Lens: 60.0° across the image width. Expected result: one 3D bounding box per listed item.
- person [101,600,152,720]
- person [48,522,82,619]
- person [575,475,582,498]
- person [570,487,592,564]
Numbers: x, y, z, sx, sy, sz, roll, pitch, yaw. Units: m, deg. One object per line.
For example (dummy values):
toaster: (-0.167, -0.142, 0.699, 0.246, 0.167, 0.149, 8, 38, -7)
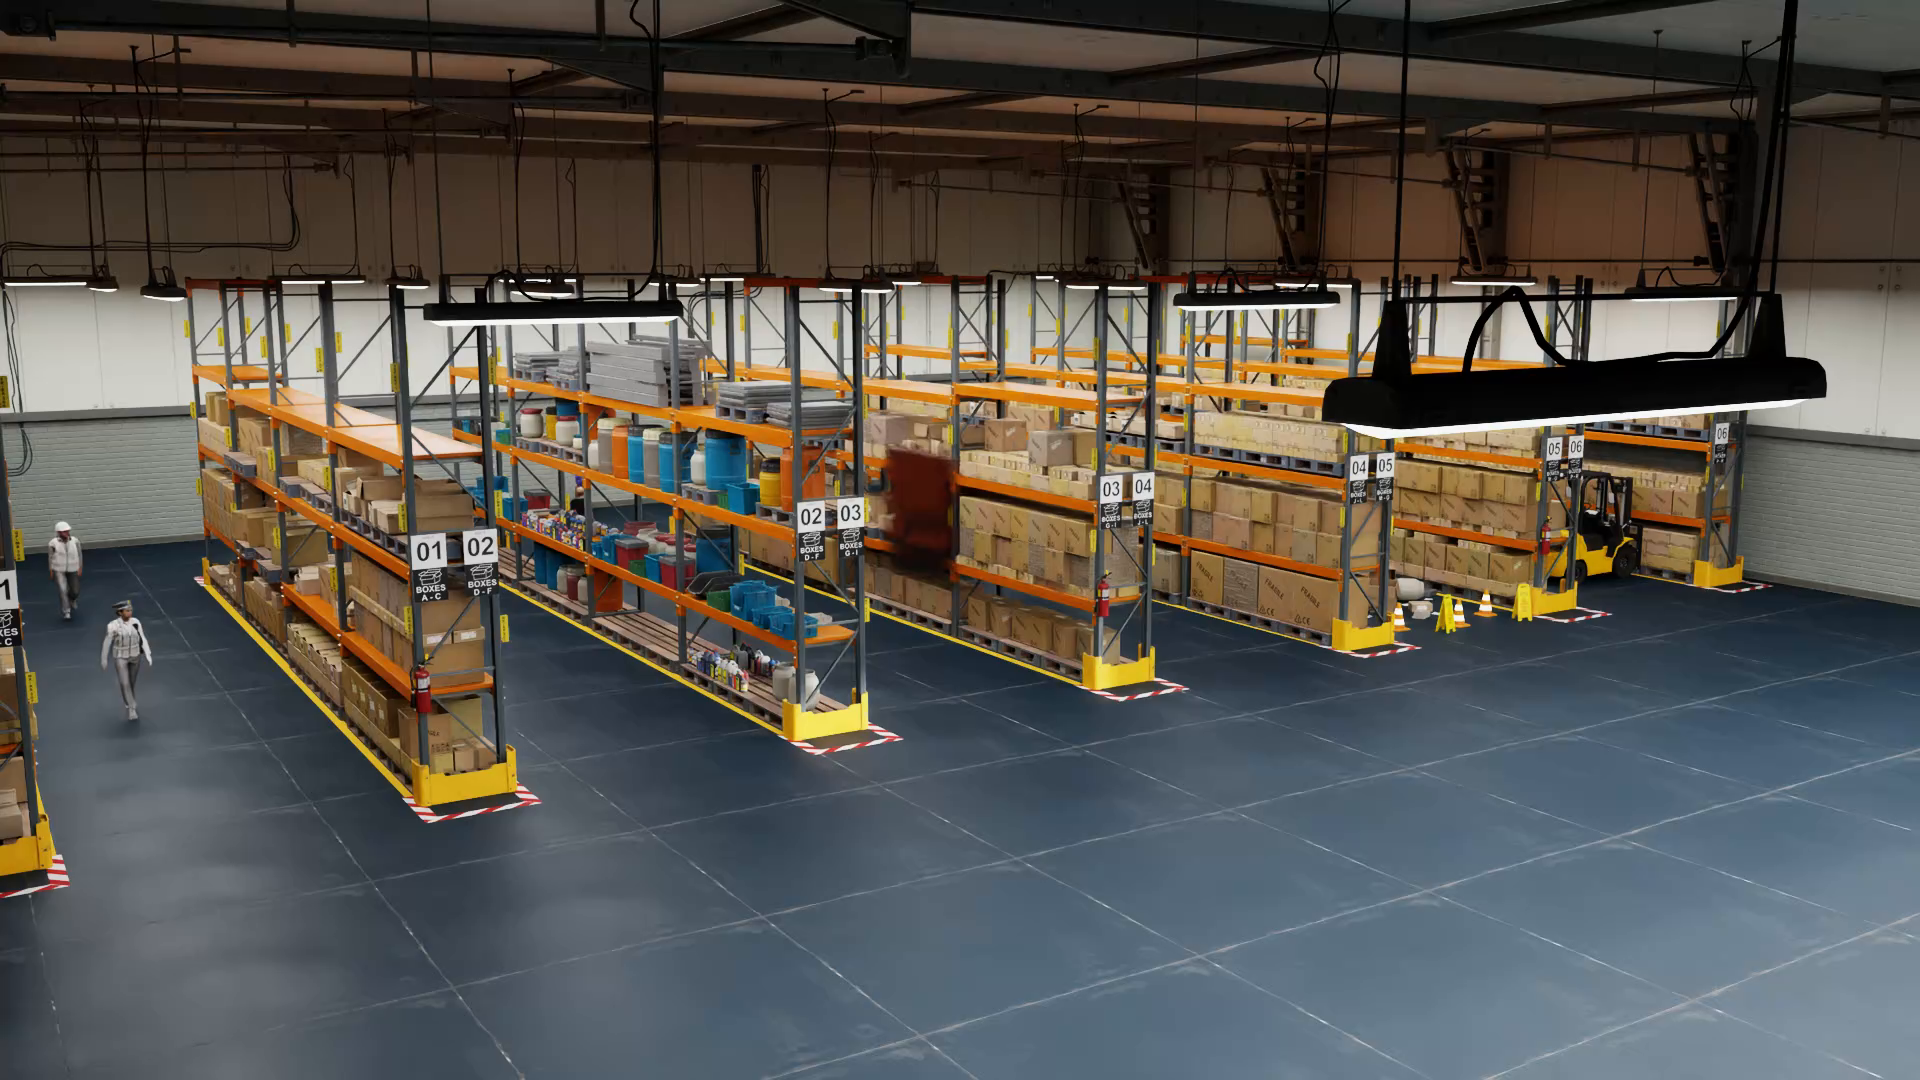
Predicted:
person: (-11.673, 1.629, 23.285, 0.596, 1.616, 1.051, -8, 13, -41)
person: (-16.005, 0.507, 29.762, 0.548, 1.732, 0.948, -7, 12, -35)
person: (-9.035, -1.106, 39.621, 0.750, 1.619, 0.445, 1, 10, 8)
person: (-7.794, -0.237, 34.244, 0.567, 1.724, 0.478, 4, 10, 22)
